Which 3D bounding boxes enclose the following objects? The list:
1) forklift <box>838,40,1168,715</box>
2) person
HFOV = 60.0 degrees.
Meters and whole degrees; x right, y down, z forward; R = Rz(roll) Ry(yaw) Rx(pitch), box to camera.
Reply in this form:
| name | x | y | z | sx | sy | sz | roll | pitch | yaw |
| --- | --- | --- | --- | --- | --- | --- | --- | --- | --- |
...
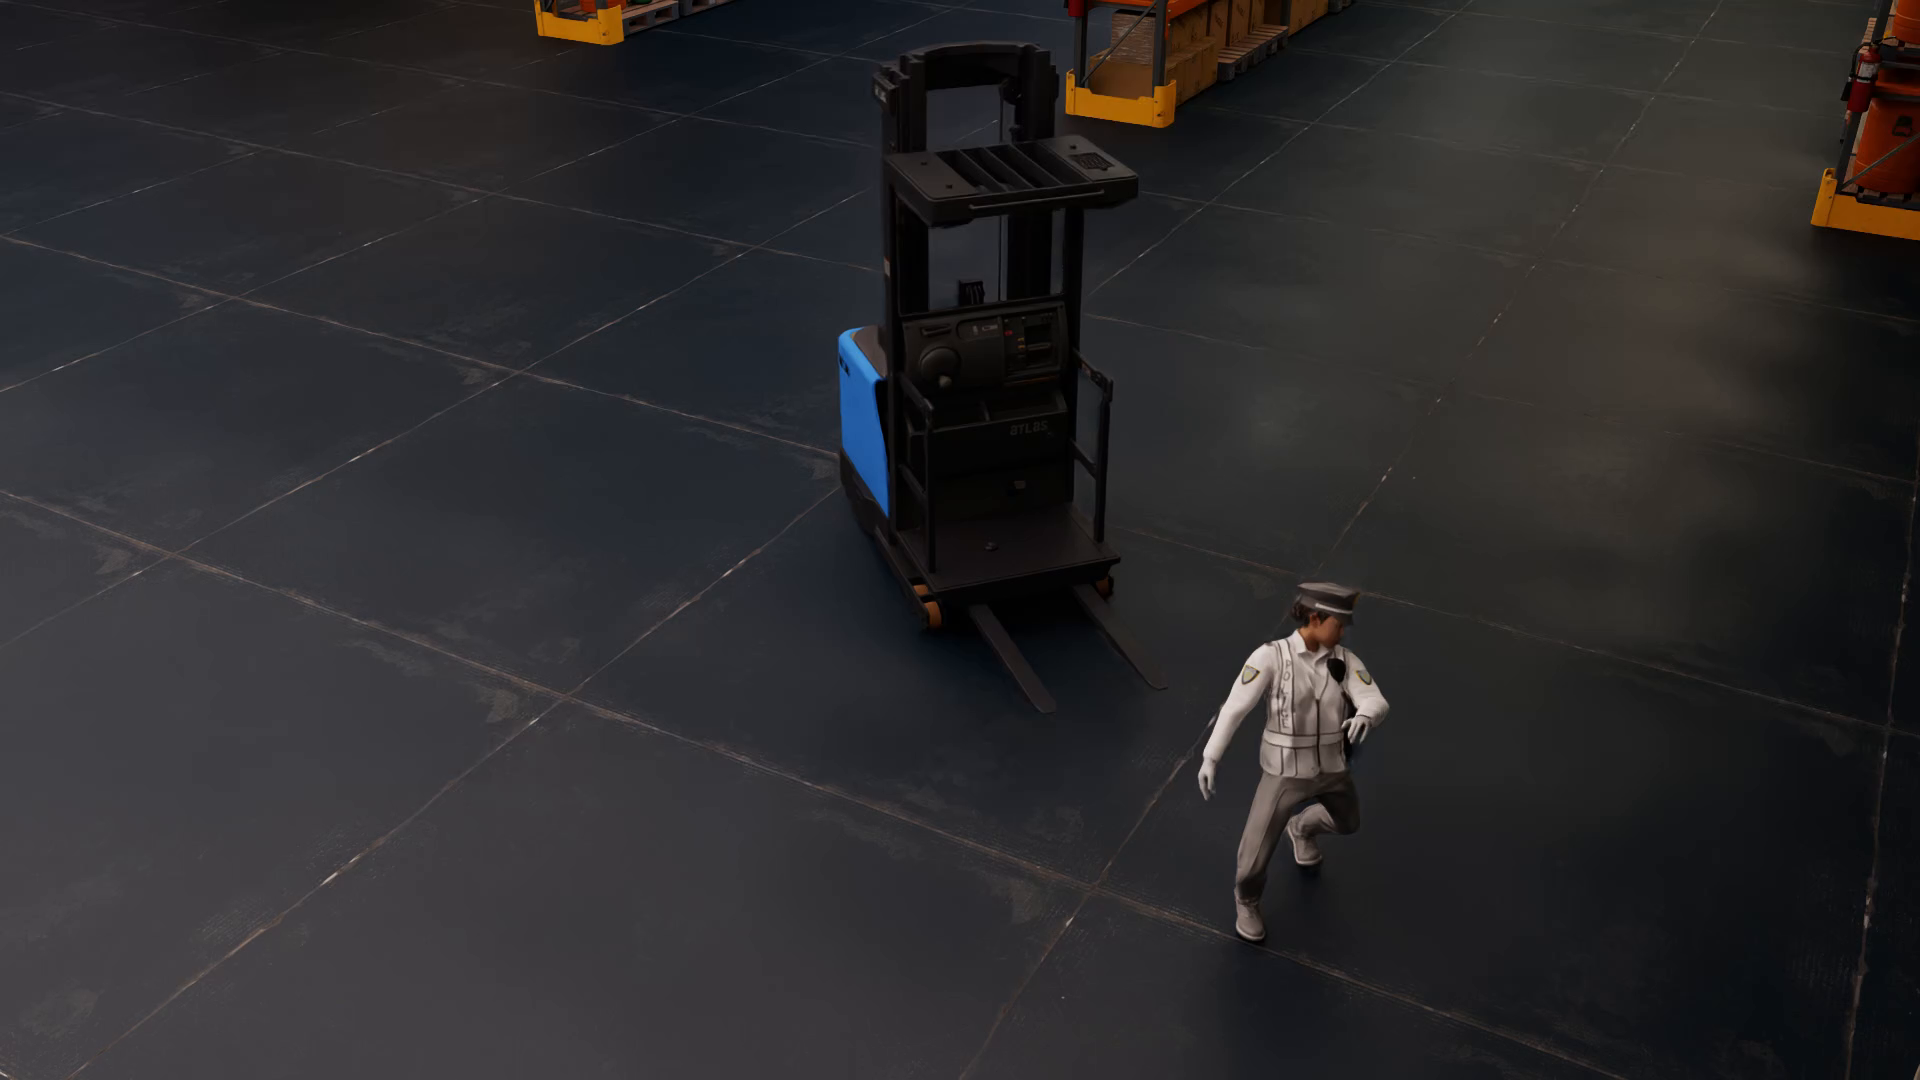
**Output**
| name | x | y | z | sx | sy | sz | roll | pitch | yaw |
| --- | --- | --- | --- | --- | --- | --- | --- | --- | --- |
| forklift | 0.217 | -0.999 | 8.801 | 1.130 | 2.935 | 3.031 | -10 | 31 | -17 |
| person | 1.335 | 0.963 | 6.795 | 0.835 | 1.513 | 0.803 | -11 | 32 | -19 |
